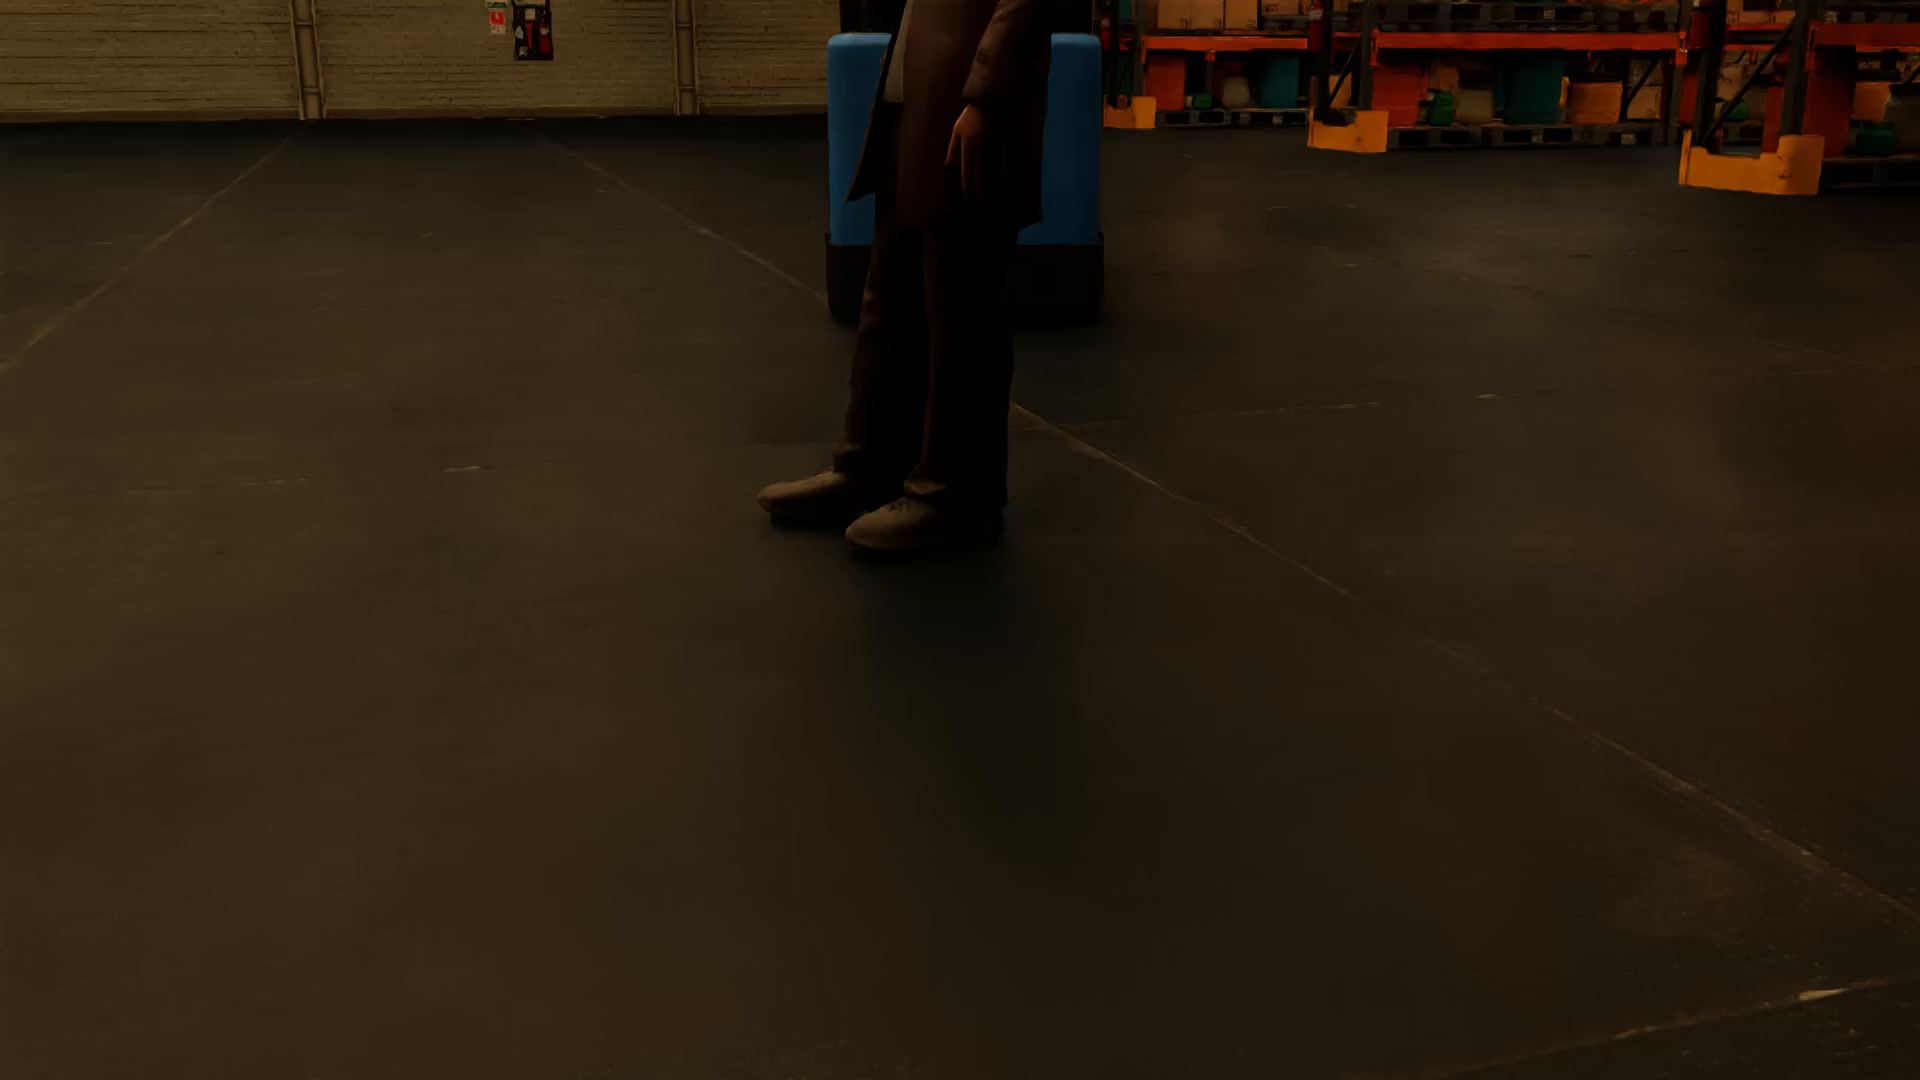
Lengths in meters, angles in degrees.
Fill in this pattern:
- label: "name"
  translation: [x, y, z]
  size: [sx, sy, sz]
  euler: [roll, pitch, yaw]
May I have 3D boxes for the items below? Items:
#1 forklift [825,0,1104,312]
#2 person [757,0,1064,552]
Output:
- label: "forklift"
  translation: [0.025, -2.642, 7.383]
  size: [1.130, 2.935, 3.031]
  euler: [0, 16, 0]
- label: "person"
  translation: [-0.088, -0.854, 3.292]
  size: [0.580, 1.776, 0.694]
  euler: [-5, 17, -17]
